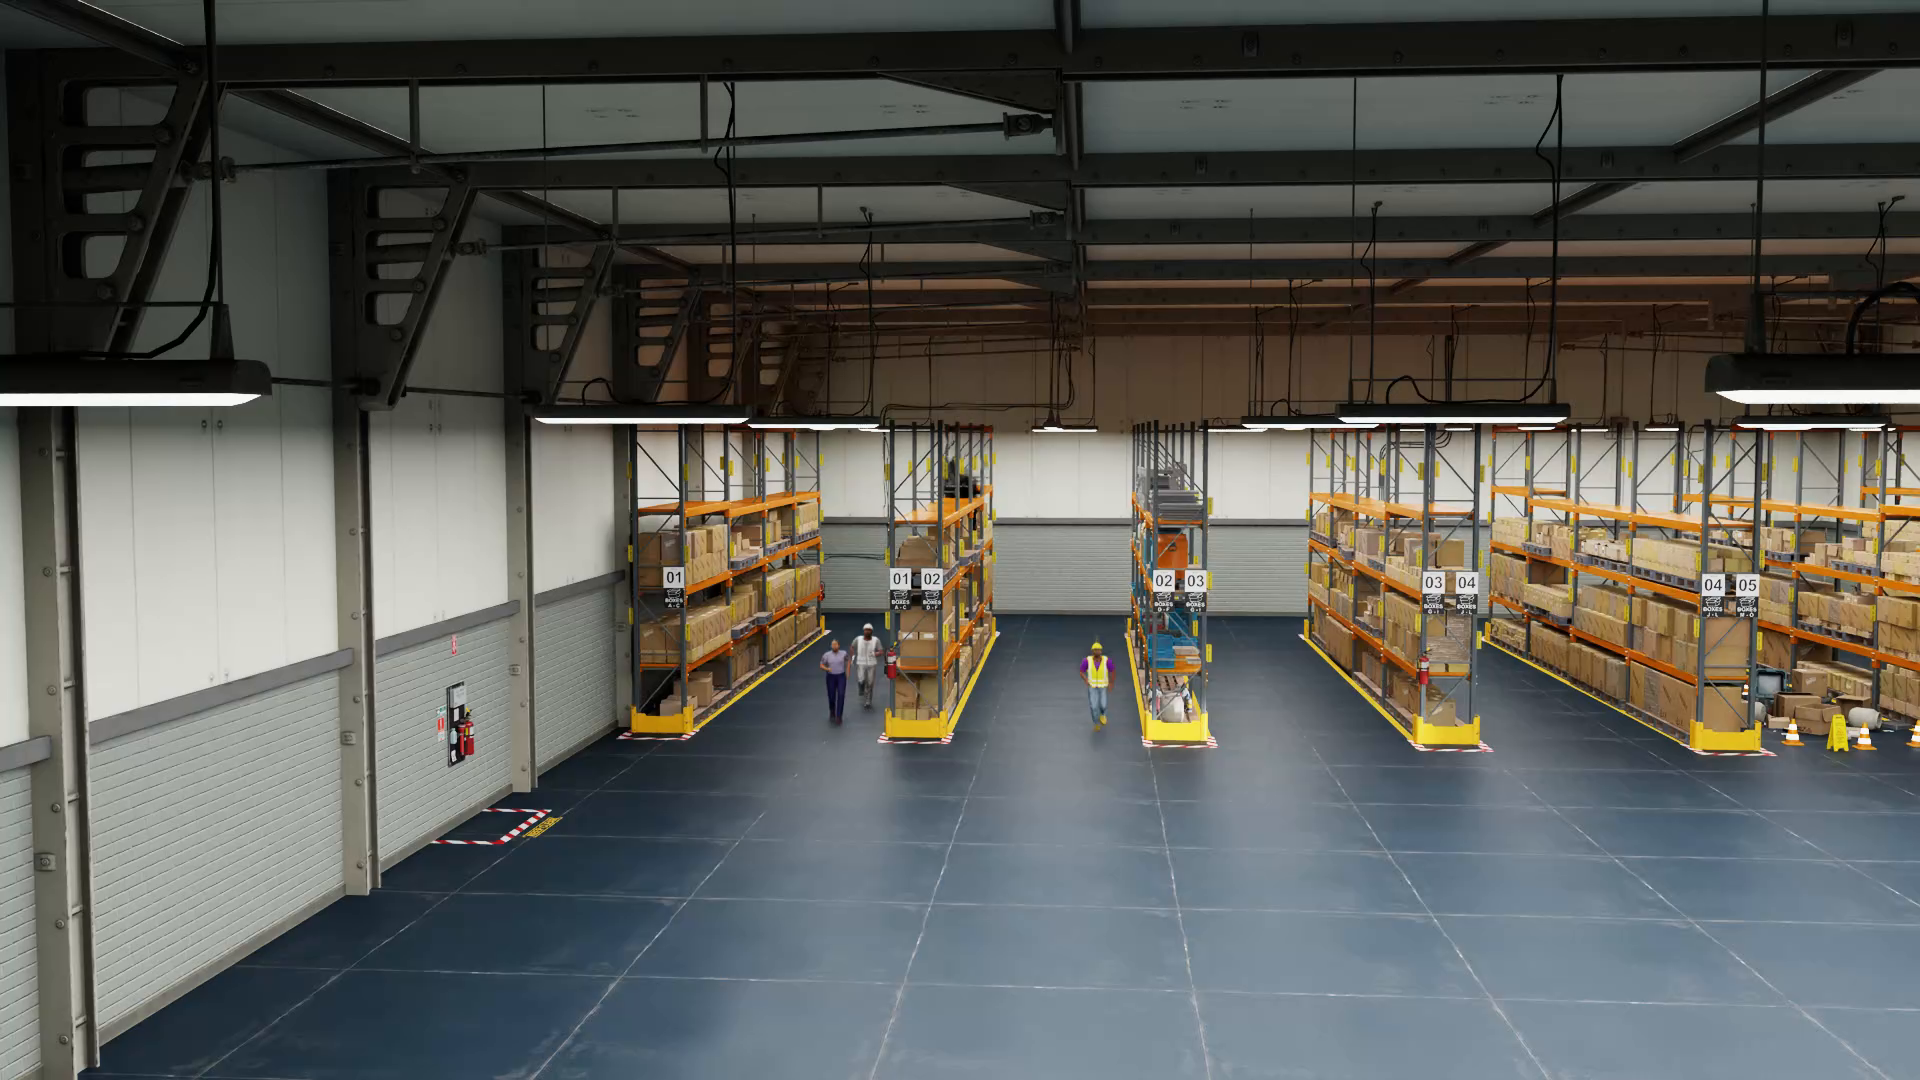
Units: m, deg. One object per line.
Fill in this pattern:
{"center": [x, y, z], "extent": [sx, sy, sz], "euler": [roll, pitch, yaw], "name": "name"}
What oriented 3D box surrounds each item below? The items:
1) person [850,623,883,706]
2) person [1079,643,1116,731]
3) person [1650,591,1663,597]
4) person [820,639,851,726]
{"center": [-1.956, 2.625, 34.848], "extent": [0.676, 1.748, 0.659], "euler": [0, 4, -5], "name": "person"}
{"center": [2.651, 2.836, 32.105], "extent": [0.708, 1.712, 0.583], "euler": [0, 4, 6], "name": "person"}
{"center": [19.797, 1.877, 47.323], "extent": [0.767, 1.699, 0.762], "euler": [1, 4, 17], "name": "person"}
{"center": [-2.480, 2.807, 33.136], "extent": [0.614, 1.679, 0.898], "euler": [0, 4, -2], "name": "person"}
